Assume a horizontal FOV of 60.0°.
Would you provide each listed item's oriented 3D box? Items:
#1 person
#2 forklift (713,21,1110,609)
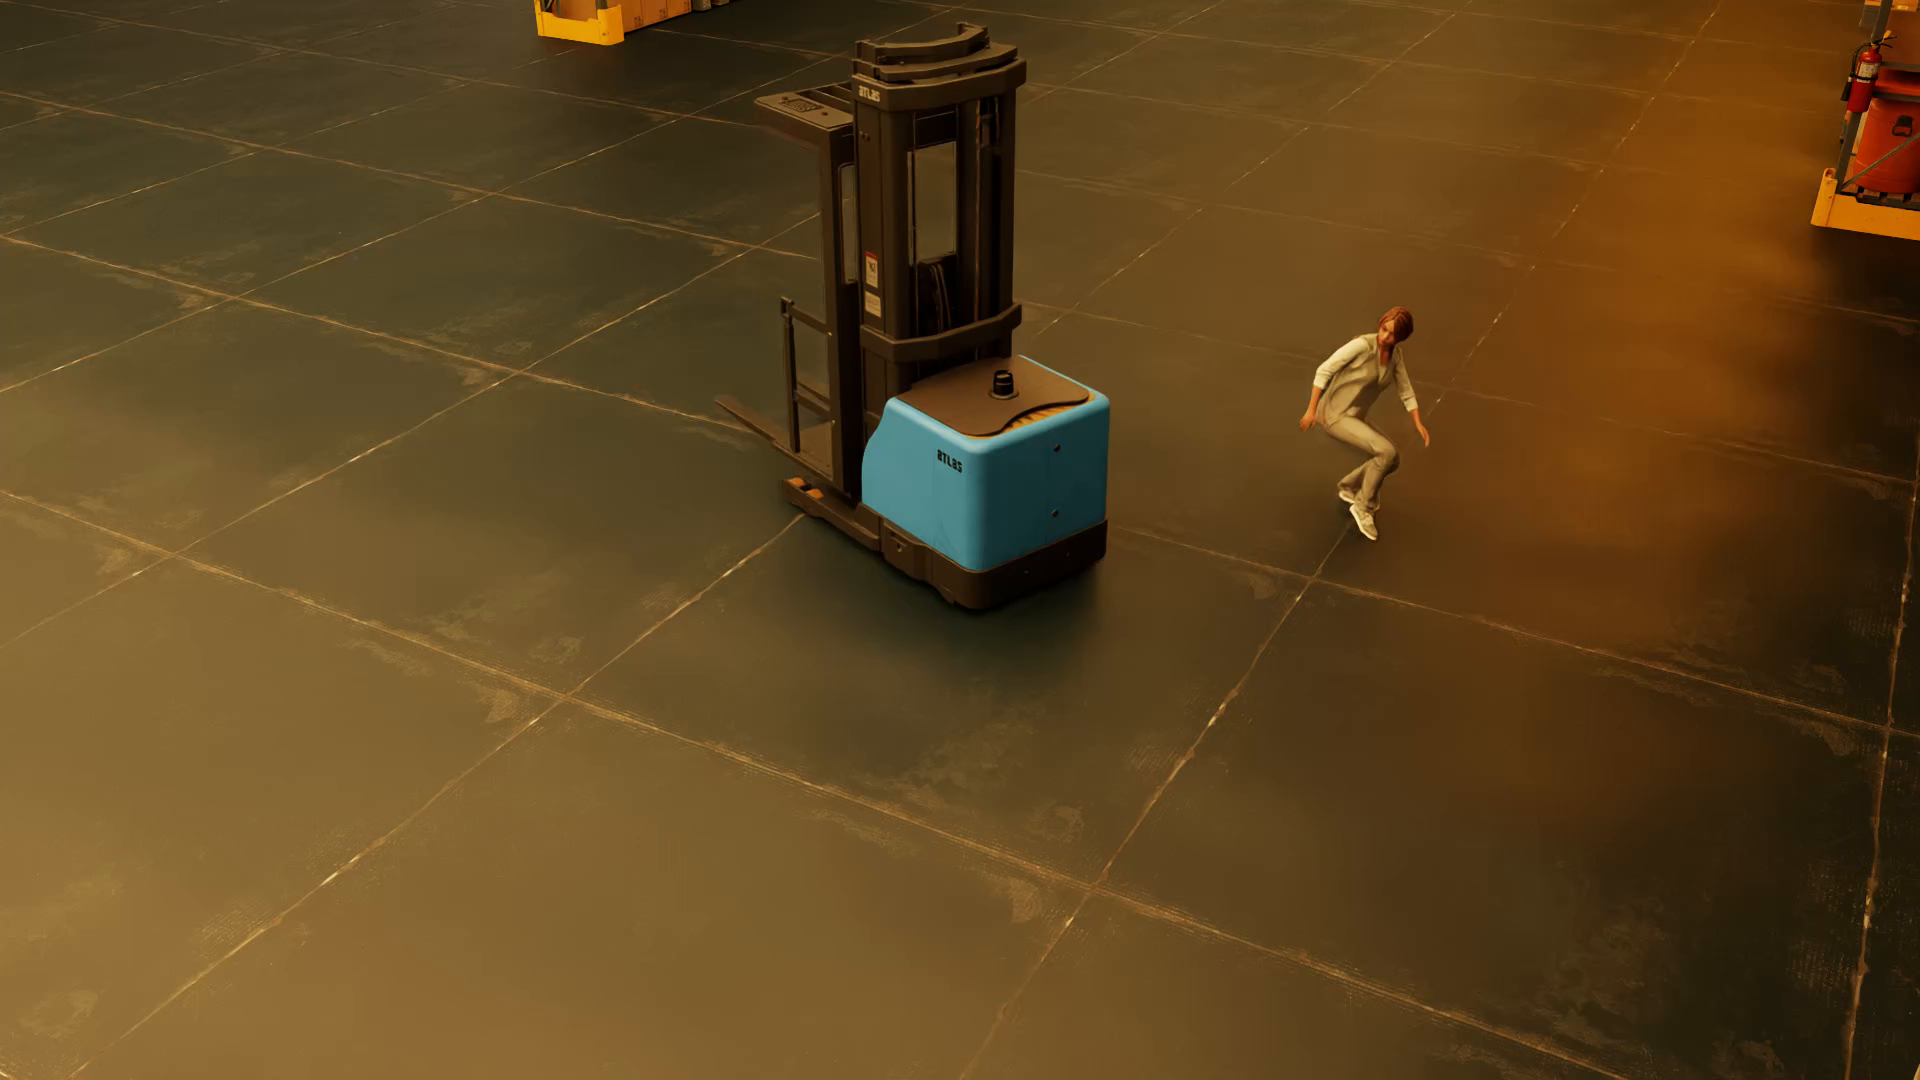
[{"bbox_3d":[2.433,-0.701,9.871,0.649,1.389,0.636,-26,39,-37],"label":"person"},{"bbox_3d":[-0.461,-1.556,9.766,1.130,2.935,3.031,-22,37,-33],"label":"forklift"}]
